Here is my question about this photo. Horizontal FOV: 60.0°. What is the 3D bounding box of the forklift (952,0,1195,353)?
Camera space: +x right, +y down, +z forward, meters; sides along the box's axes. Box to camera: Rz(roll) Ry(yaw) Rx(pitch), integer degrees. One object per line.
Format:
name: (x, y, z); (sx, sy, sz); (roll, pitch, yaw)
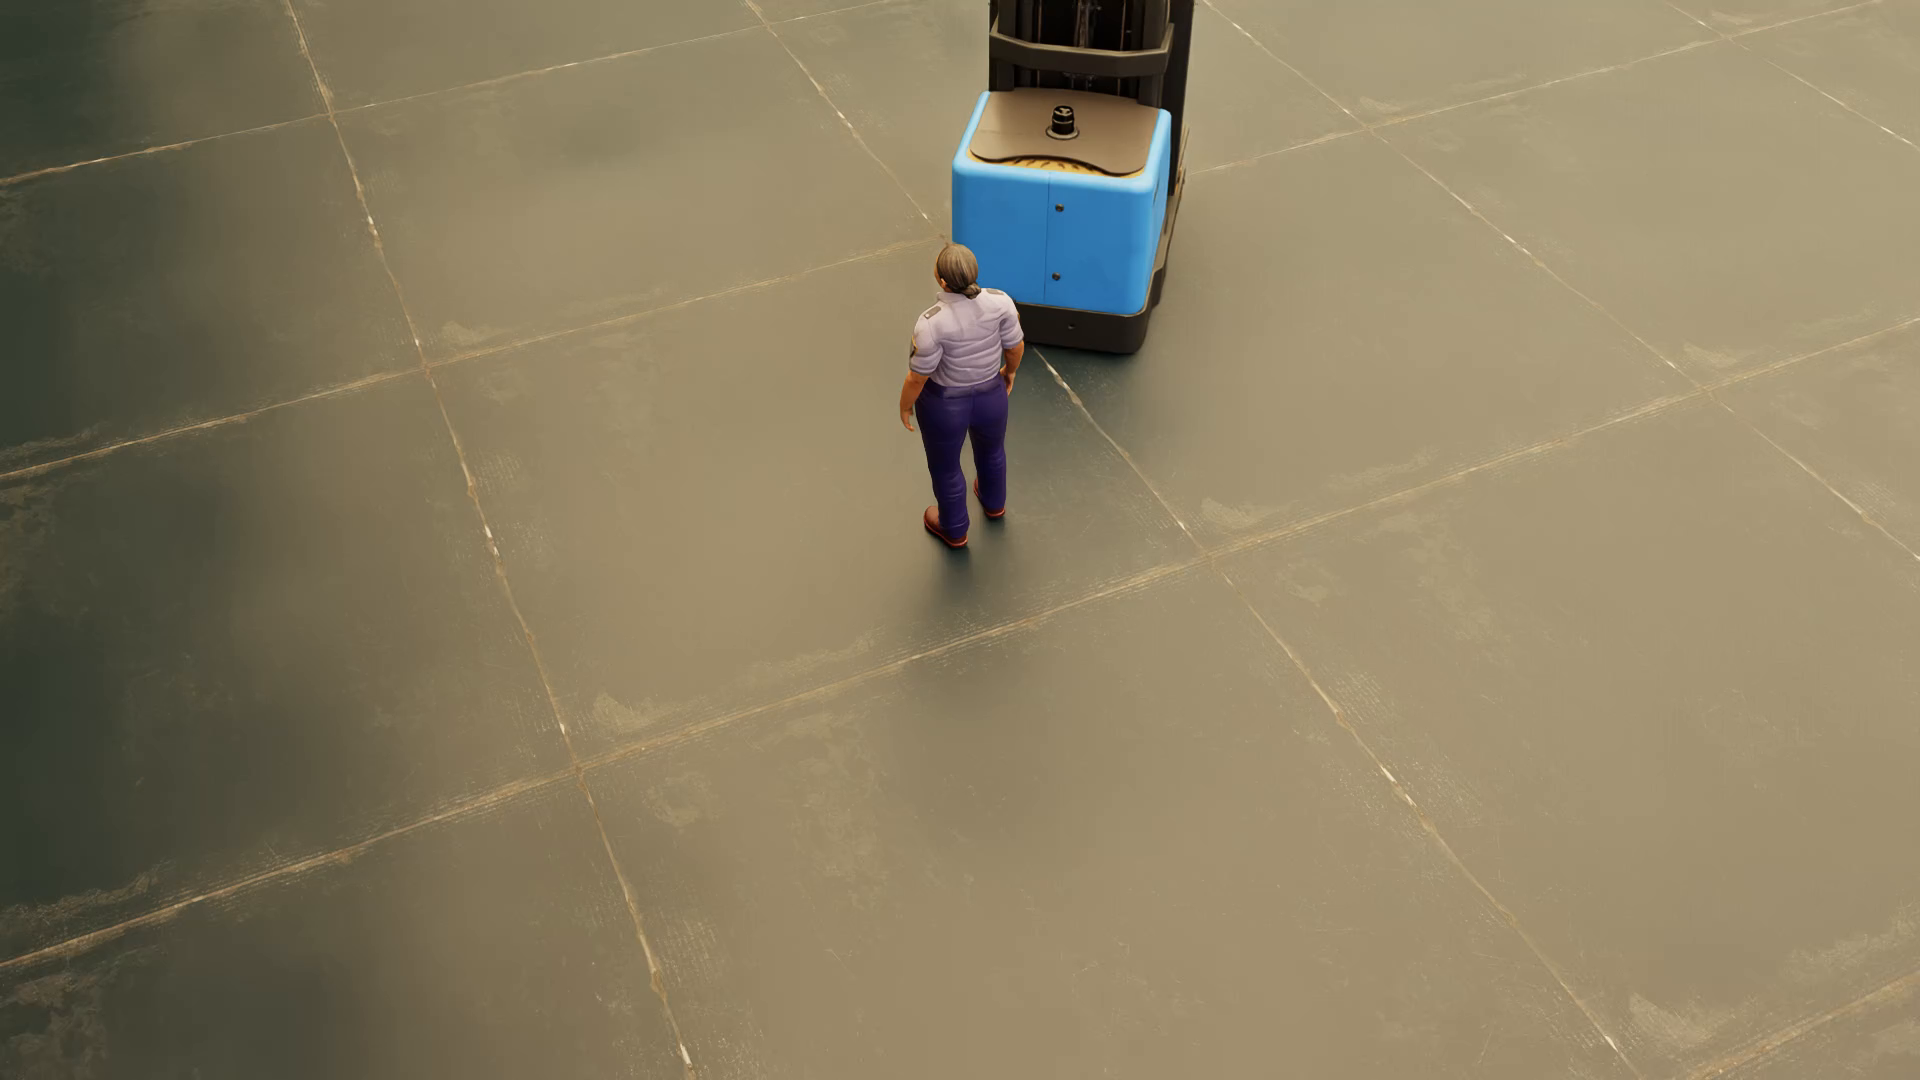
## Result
forklift: (0.751, -3.075, 8.975); (1.130, 2.935, 3.031); (8, 44, 9)

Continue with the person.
person: (-0.017, -0.670, 7.328); (0.598, 1.651, 0.502); (-18, 46, -18)
